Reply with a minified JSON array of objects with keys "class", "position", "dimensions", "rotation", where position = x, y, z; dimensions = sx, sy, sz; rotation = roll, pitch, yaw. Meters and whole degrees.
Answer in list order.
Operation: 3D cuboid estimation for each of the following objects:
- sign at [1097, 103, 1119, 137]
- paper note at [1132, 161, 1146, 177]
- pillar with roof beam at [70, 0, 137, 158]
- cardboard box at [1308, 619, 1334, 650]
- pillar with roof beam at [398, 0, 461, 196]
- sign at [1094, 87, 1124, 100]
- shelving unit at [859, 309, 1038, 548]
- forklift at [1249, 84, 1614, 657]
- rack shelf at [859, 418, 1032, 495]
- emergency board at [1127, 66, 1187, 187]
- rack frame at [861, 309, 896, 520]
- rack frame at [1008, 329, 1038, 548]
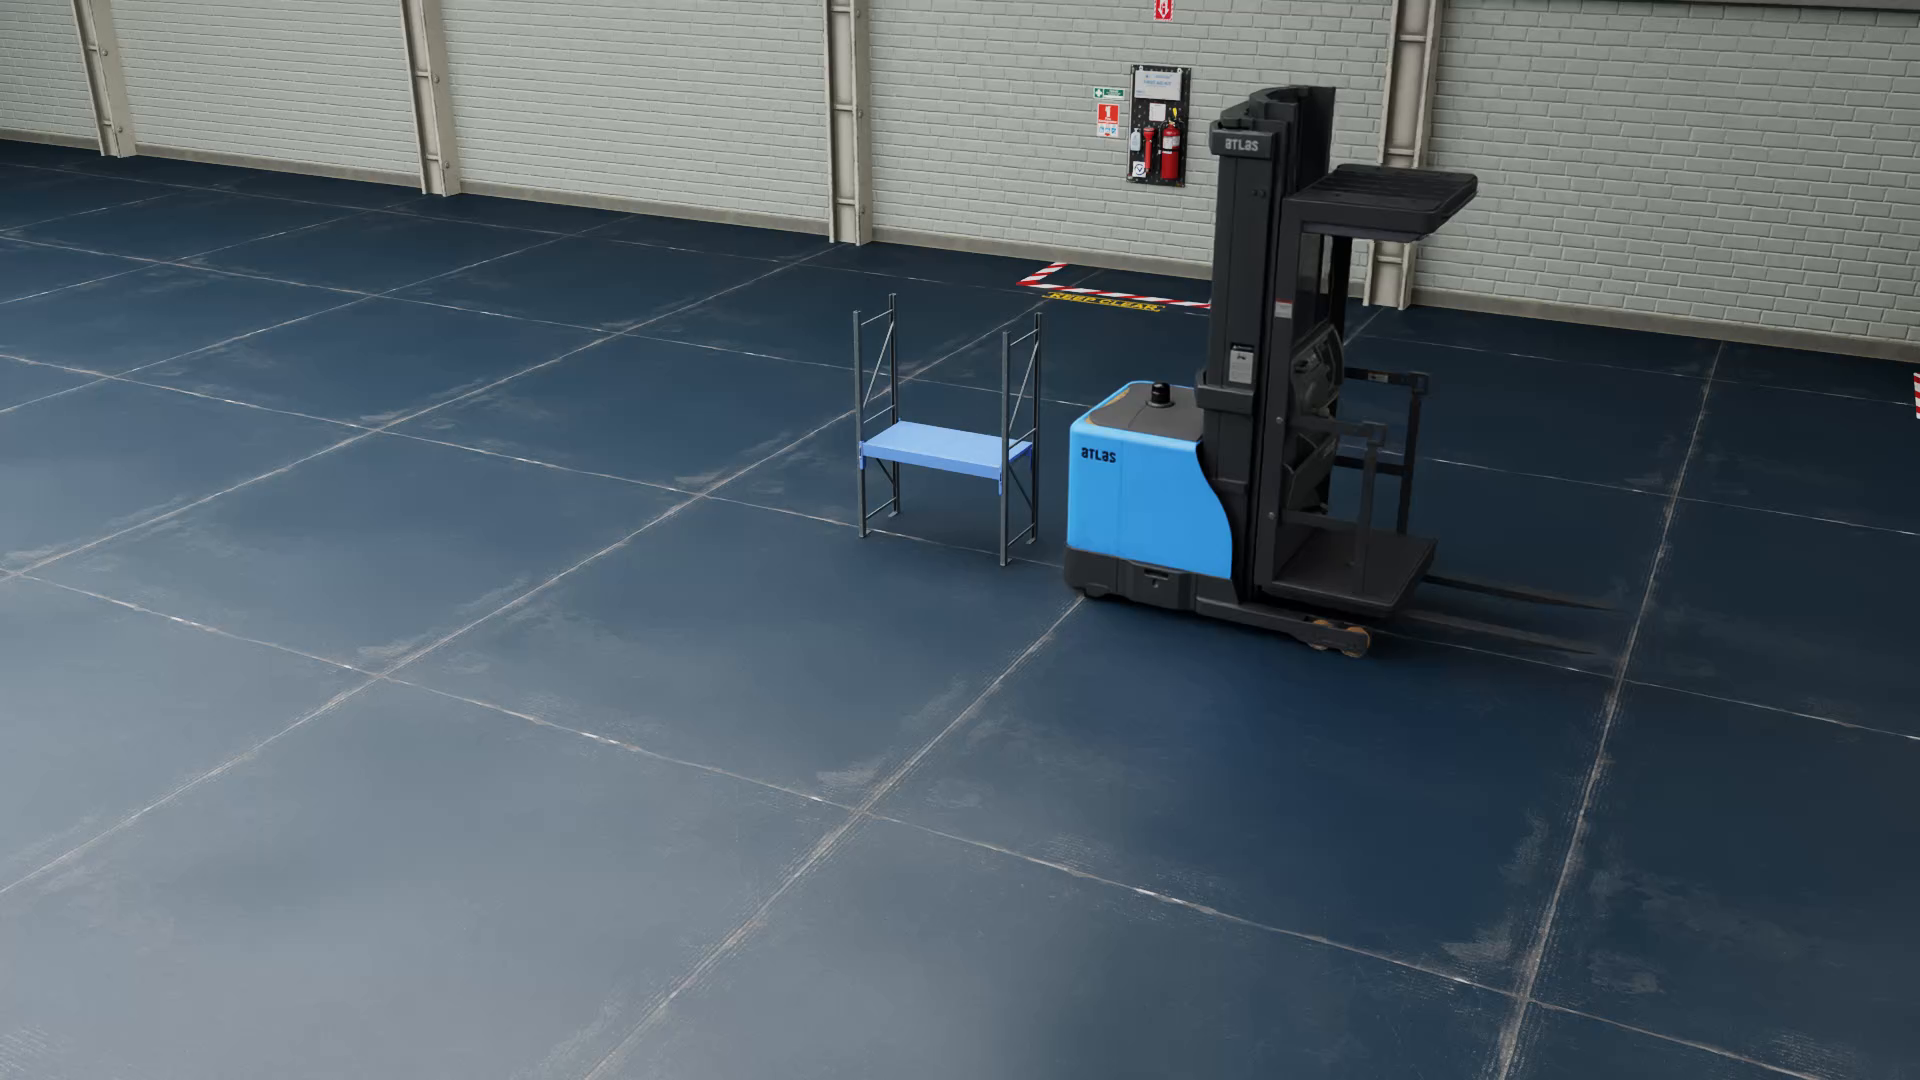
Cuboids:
[{"class":"sign","position":[1.504,-4.268,16.908],"dimensions":[0.234,0.329,0.001],"rotation":[11,25,25]},{"class":"paper note","position":[1.825,-3.768,16.903],"dimensions":[0.142,0.148,0.016],"rotation":[11,25,25]},{"class":"pillar with roof beam","position":[-13.866,-8.104,18.307],"dimensions":[0.400,9.000,9.100],"rotation":[11,25,25]},{"class":"cardboard box","position":[2.018,0.530,9.305],"dimensions":[0.160,0.156,0.130],"rotation":[11,25,24]},{"class":"pillar with roof beam","position":[-8.512,-7.044,15.816],"dimensions":[0.400,9.000,9.100],"rotation":[11,25,25]},{"class":"sign","position":[1.505,-4.508,16.795],"dimensions":[0.331,0.109,0.001],"rotation":[11,25,25]},{"class":"shelving unit","position":[-0.076,-0.705,10.492],"dimensions":[1.030,1.308,0.538],"rotation":[11,25,25]},{"class":"forklift","position":[2.169,-0.935,9.202],"dimensions":[3.031,2.935,1.121],"rotation":[12,26,25]},{"class":"rack shelf","position":[-0.076,-0.540,10.562],"dimensions":[1.000,0.185,0.538],"rotation":[11,25,25]},{"class":"emergency board","position":[1.954,-4.117,16.598],"dimensions":[0.636,1.158,0.192],"rotation":[11,25,25]},{"class":"rack frame","position":[-0.531,-0.794,10.702],"dimensions":[0.013,1.308,0.475],"rotation":[11,25,25]},{"class":"rack frame","position":[0.377,-0.615,10.279],"dimensions":[0.013,1.308,0.475],"rotation":[11,25,25]}]
